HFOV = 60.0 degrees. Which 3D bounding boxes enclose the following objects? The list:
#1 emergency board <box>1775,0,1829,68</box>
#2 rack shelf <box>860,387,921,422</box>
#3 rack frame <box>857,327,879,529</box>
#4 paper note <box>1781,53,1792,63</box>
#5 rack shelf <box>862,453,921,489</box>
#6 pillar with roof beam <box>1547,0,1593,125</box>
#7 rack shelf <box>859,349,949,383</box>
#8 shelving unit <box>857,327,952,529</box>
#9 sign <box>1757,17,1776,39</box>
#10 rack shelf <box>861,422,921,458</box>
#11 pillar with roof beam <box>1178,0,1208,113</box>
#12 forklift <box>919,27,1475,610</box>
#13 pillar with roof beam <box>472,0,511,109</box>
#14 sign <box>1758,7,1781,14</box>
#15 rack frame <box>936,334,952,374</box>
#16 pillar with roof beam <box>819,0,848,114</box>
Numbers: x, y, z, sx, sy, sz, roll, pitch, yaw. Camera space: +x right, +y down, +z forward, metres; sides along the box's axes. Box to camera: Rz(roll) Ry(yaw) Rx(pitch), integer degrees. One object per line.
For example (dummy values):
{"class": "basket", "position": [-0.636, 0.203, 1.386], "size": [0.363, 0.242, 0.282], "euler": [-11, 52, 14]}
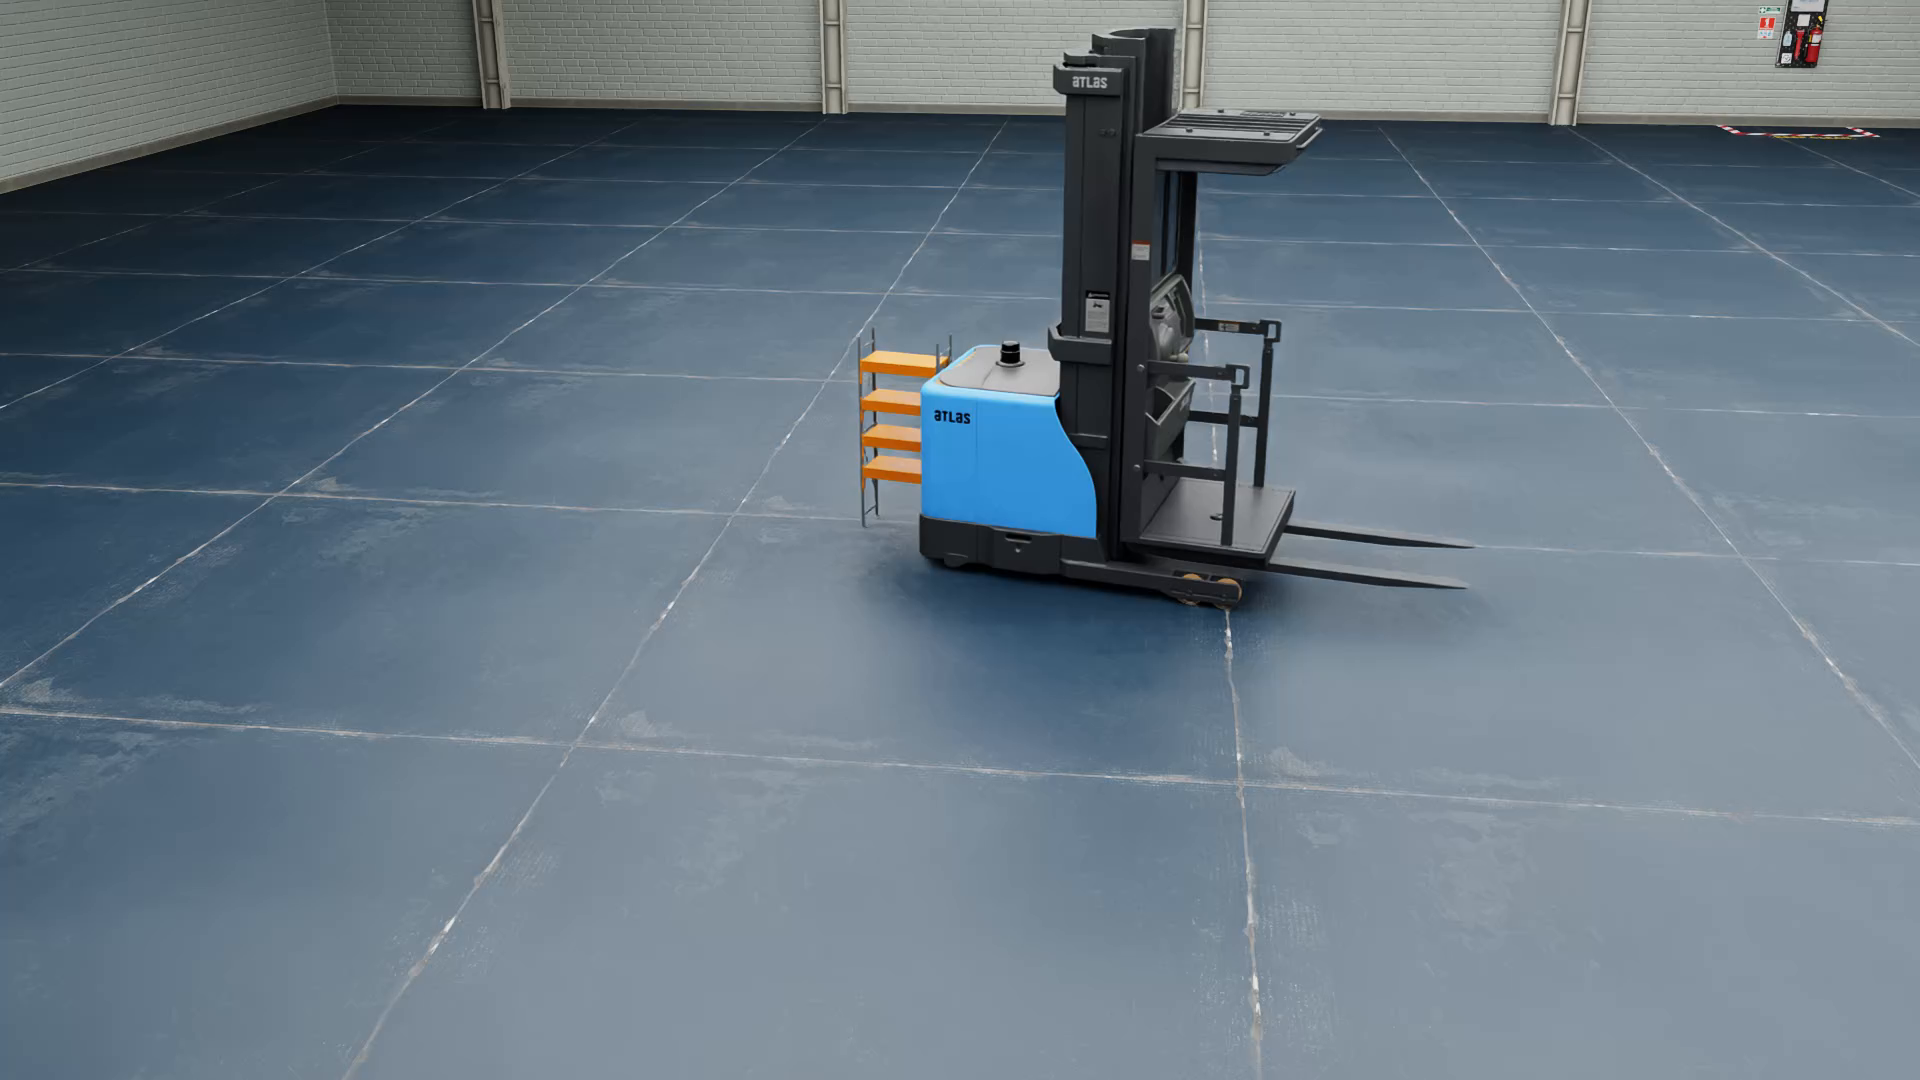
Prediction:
{"class": "emergency board", "position": [13.301, -8.030, 26.172], "size": [0.643, 1.169, 0.194], "euler": [2, 22, 6]}
{"class": "rack shelf", "position": [-0.321, -0.783, 9.862], "size": [0.480, 0.148, 0.258], "euler": [7, 23, 18]}
{"class": "rack frame", "position": [-0.551, -0.667, 9.995], "size": [0.015, 1.200, 0.240], "euler": [7, 23, 18]}
{"class": "paper note", "position": [13.134, -7.653, 26.417], "size": [0.142, 0.148, 0.016], "euler": [2, 22, 6]}
{"class": "rack shelf", "position": [-0.321, -0.390, 10.018], "size": [0.480, 0.148, 0.258], "euler": [7, 23, 18]}
{"class": "pillar with roof beam", "position": [9.286, -9.387, 21.444], "size": [0.400, 9.000, 9.100], "euler": [2, 22, 6]}
{"class": "rack shelf", "position": [-0.321, -1.003, 9.775], "size": [0.480, 0.148, 0.258], "euler": [7, 23, 18]}
{"class": "shelving unit", "position": [-0.321, -0.637, 9.920], "size": [0.503, 1.200, 0.258], "euler": [7, 23, 18]}
{"class": "sign", "position": [12.764, -8.108, 26.321], "size": [0.234, 0.329, 0.001], "euler": [2, 22, 6]}
{"class": "rack shelf", "position": [-0.321, -0.575, 9.945], "size": [0.480, 0.148, 0.258], "euler": [7, 23, 18]}
{"class": "pillar with roof beam", "position": [3.328, -9.647, 22.101], "size": [0.400, 9.000, 9.100], "euler": [2, 22, 6]}
{"class": "forklift", "position": [1.339, -1.206, 9.004], "size": [3.031, 2.935, 1.130], "euler": [7, 23, 18]}
{"class": "pillar with roof beam", "position": [-8.589, -10.166, 23.414], "size": [0.400, 9.000, 9.100], "euler": [2, 22, 6]}
{"class": "sign", "position": [12.768, -8.351, 26.215], "size": [0.331, 0.109, 0.001], "euler": [2, 22, 6]}
{"class": "rack frame", "position": [-0.091, -0.608, 9.845], "size": [0.015, 1.200, 0.240], "euler": [7, 23, 18]}
{"class": "pillar with roof beam", "position": [-2.631, -9.906, 22.757], "size": [0.400, 9.000, 9.100], "euler": [2, 22, 6]}
